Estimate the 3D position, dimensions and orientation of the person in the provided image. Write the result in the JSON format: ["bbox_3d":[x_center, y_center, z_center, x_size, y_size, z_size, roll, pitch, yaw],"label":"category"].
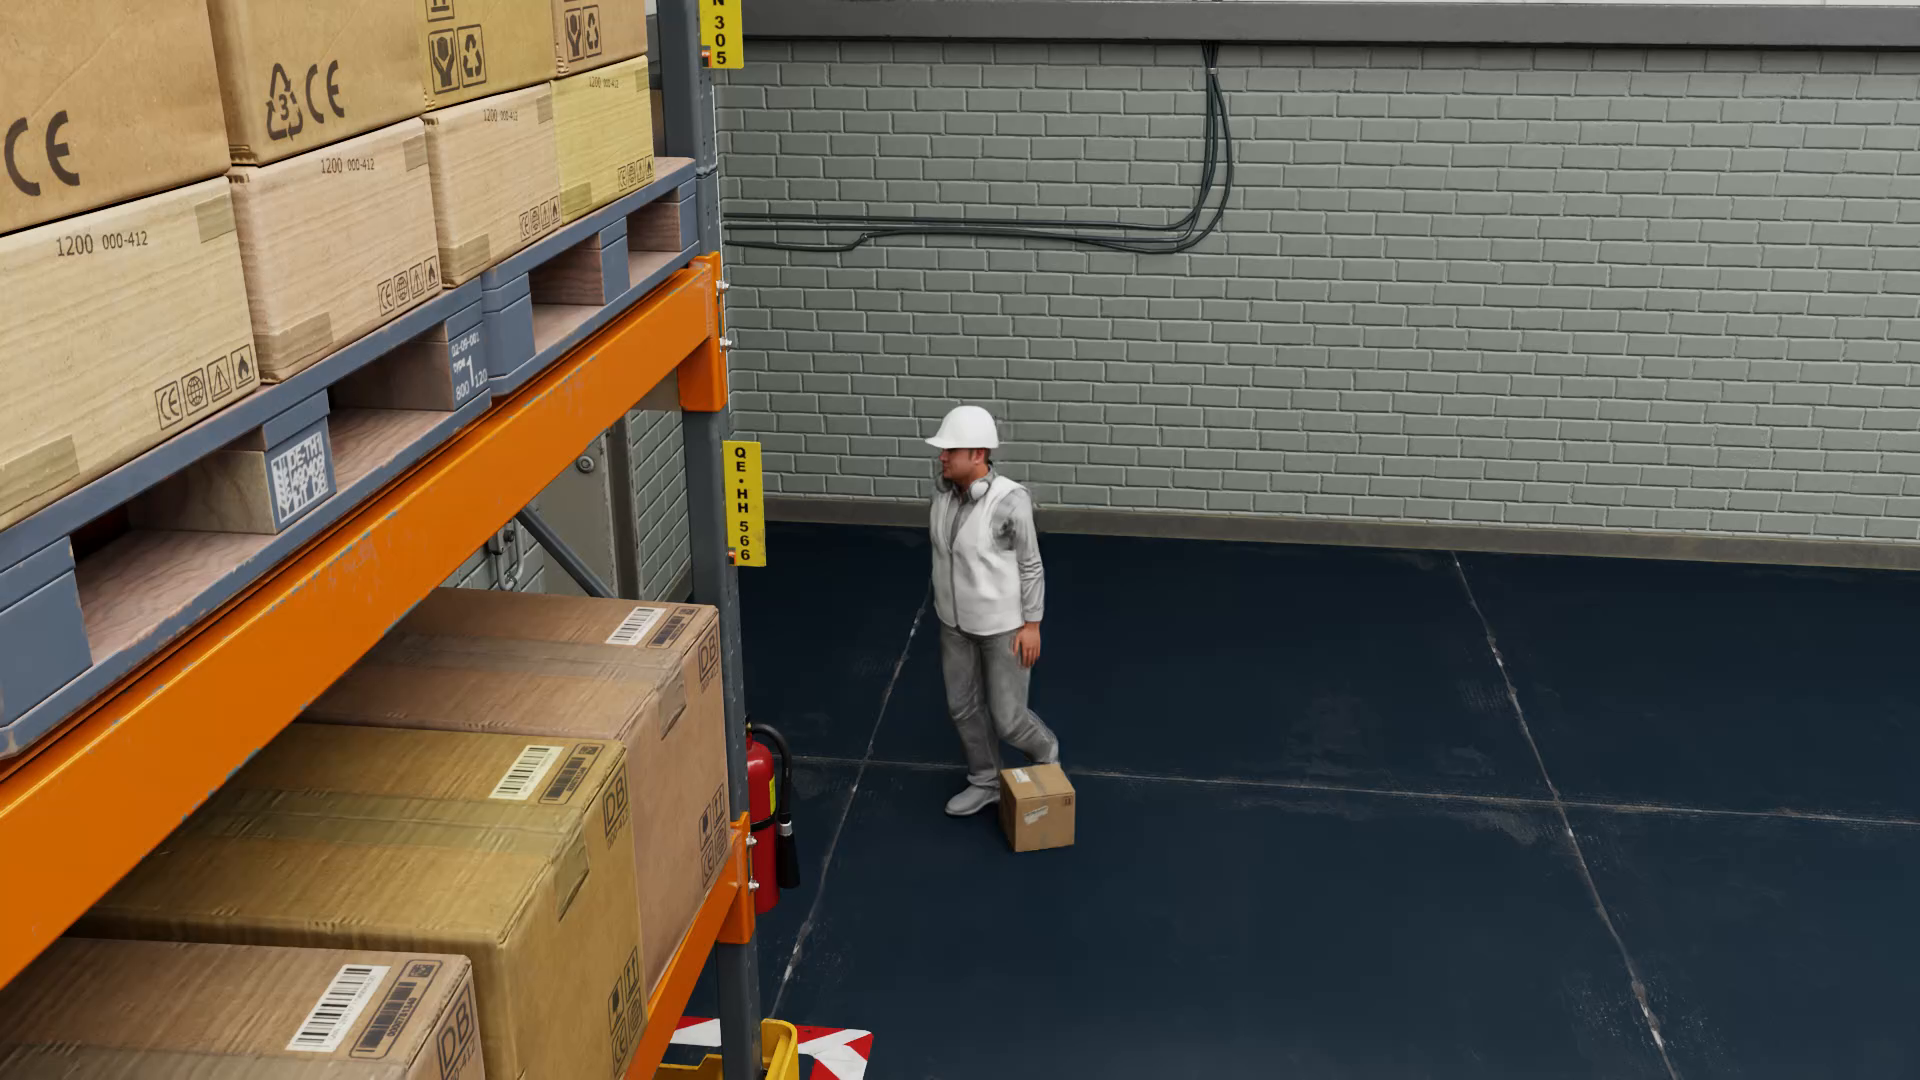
[{"bbox_3d":[0.140,0.290,6.787,0.575,1.765,0.567,18,27,39],"label":"person"}]
